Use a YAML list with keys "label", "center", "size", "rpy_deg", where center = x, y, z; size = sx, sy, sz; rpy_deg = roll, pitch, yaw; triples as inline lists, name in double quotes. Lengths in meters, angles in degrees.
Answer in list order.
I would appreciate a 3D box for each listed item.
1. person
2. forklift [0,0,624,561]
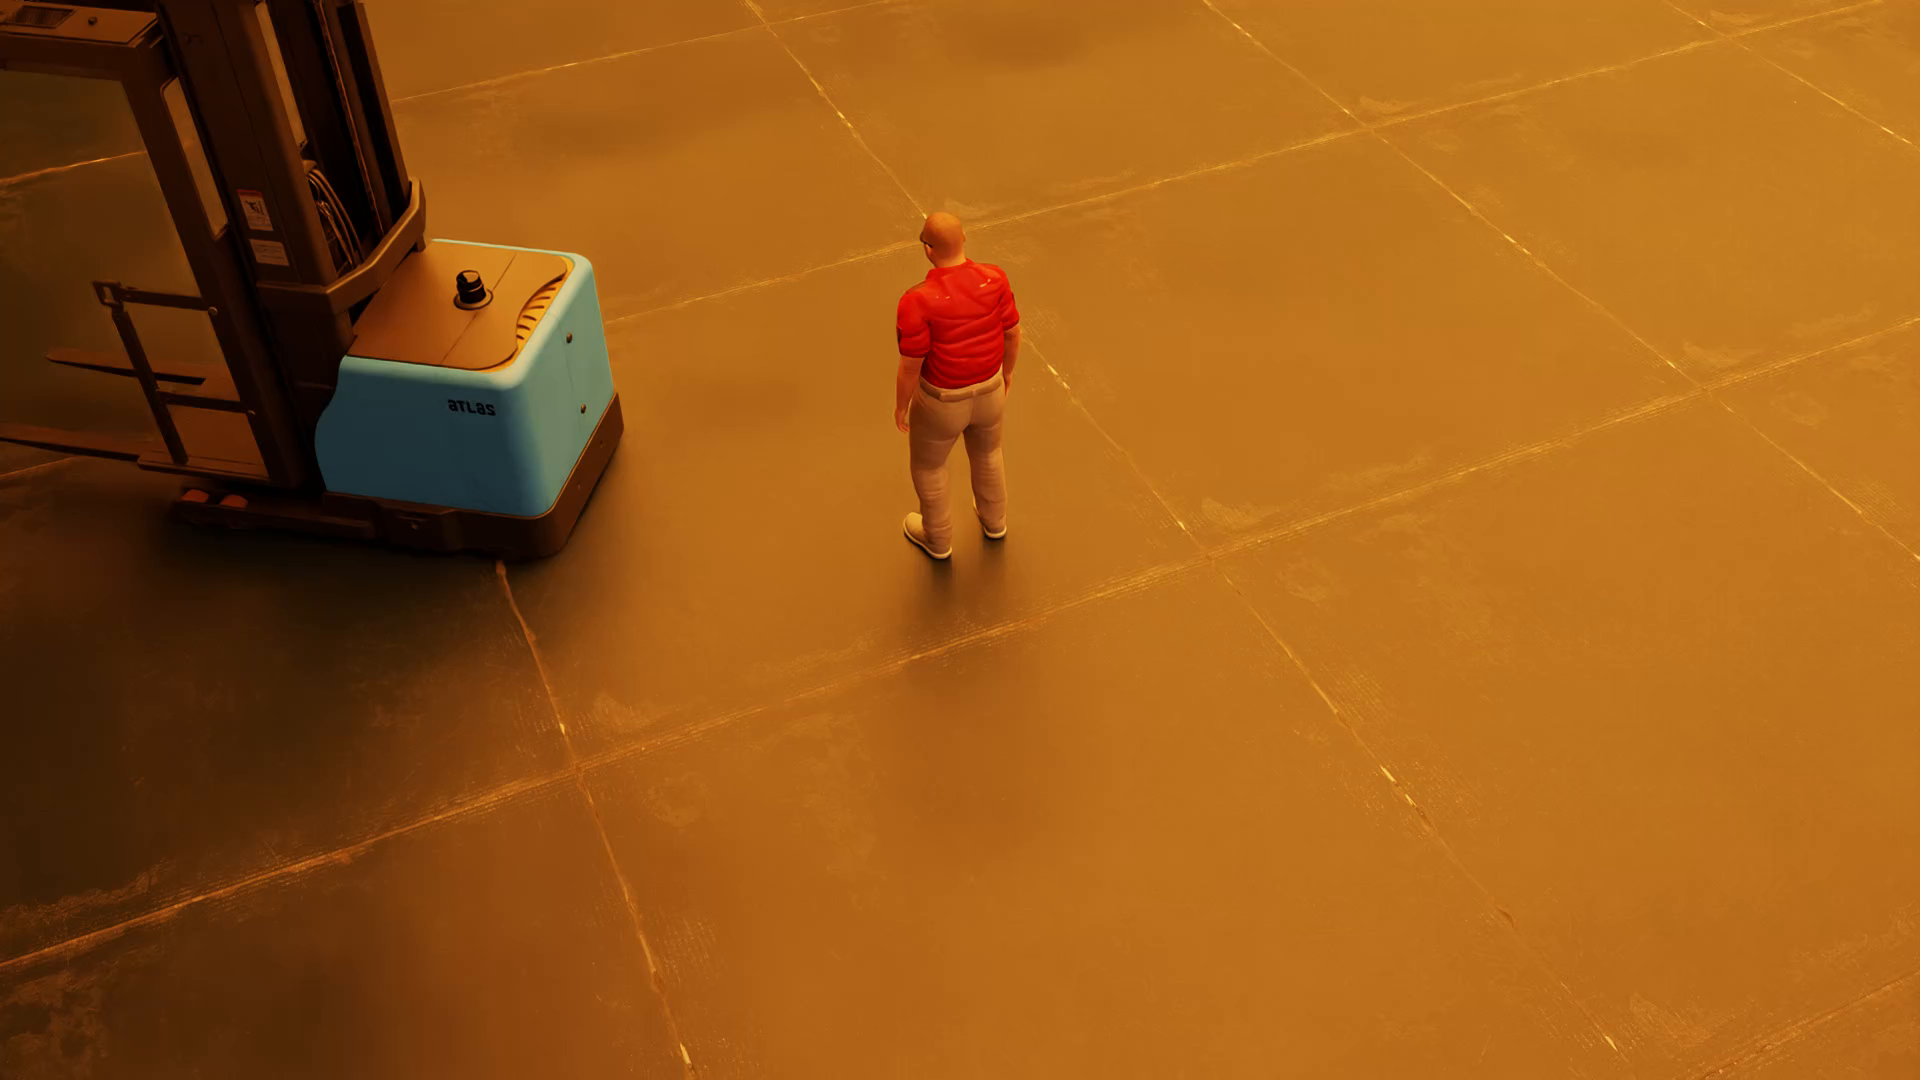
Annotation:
- label: "person"
  center: [-0.023, -0.652, 7.261]
  size: [0.587, 1.726, 0.396]
  rpy_deg: [-19, 46, -19]
- label: "forklift"
  center: [-3.248, -1.469, 7.254]
  size: [3.031, 2.935, 1.130]
  rpy_deg: [7, 44, 8]
